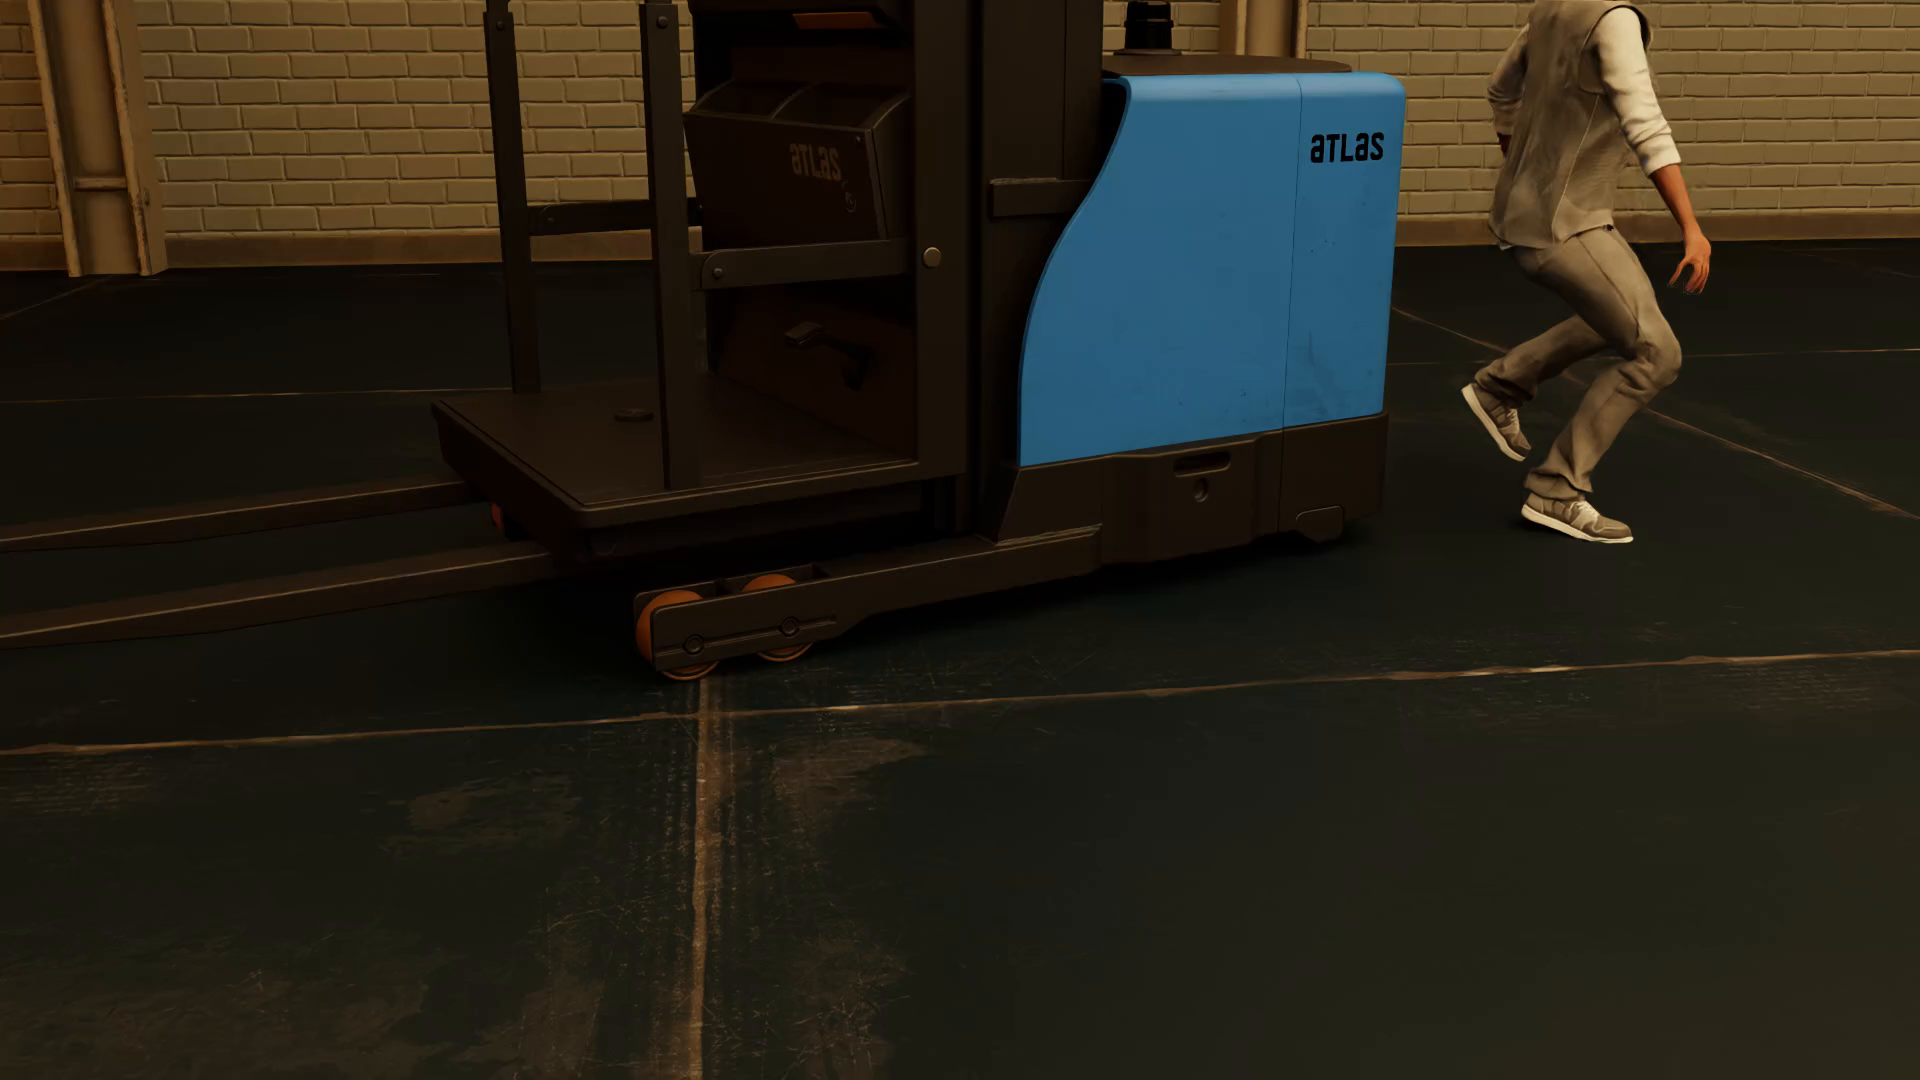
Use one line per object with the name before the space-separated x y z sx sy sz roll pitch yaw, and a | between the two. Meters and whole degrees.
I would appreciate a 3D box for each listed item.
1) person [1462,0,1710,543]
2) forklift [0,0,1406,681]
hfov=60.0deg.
person | 1.510 -0.760 3.996 0.454 1.474 0.803 3 17 9
forklift | -0.526 -1.315 3.251 3.031 2.935 1.130 -10 19 -29
